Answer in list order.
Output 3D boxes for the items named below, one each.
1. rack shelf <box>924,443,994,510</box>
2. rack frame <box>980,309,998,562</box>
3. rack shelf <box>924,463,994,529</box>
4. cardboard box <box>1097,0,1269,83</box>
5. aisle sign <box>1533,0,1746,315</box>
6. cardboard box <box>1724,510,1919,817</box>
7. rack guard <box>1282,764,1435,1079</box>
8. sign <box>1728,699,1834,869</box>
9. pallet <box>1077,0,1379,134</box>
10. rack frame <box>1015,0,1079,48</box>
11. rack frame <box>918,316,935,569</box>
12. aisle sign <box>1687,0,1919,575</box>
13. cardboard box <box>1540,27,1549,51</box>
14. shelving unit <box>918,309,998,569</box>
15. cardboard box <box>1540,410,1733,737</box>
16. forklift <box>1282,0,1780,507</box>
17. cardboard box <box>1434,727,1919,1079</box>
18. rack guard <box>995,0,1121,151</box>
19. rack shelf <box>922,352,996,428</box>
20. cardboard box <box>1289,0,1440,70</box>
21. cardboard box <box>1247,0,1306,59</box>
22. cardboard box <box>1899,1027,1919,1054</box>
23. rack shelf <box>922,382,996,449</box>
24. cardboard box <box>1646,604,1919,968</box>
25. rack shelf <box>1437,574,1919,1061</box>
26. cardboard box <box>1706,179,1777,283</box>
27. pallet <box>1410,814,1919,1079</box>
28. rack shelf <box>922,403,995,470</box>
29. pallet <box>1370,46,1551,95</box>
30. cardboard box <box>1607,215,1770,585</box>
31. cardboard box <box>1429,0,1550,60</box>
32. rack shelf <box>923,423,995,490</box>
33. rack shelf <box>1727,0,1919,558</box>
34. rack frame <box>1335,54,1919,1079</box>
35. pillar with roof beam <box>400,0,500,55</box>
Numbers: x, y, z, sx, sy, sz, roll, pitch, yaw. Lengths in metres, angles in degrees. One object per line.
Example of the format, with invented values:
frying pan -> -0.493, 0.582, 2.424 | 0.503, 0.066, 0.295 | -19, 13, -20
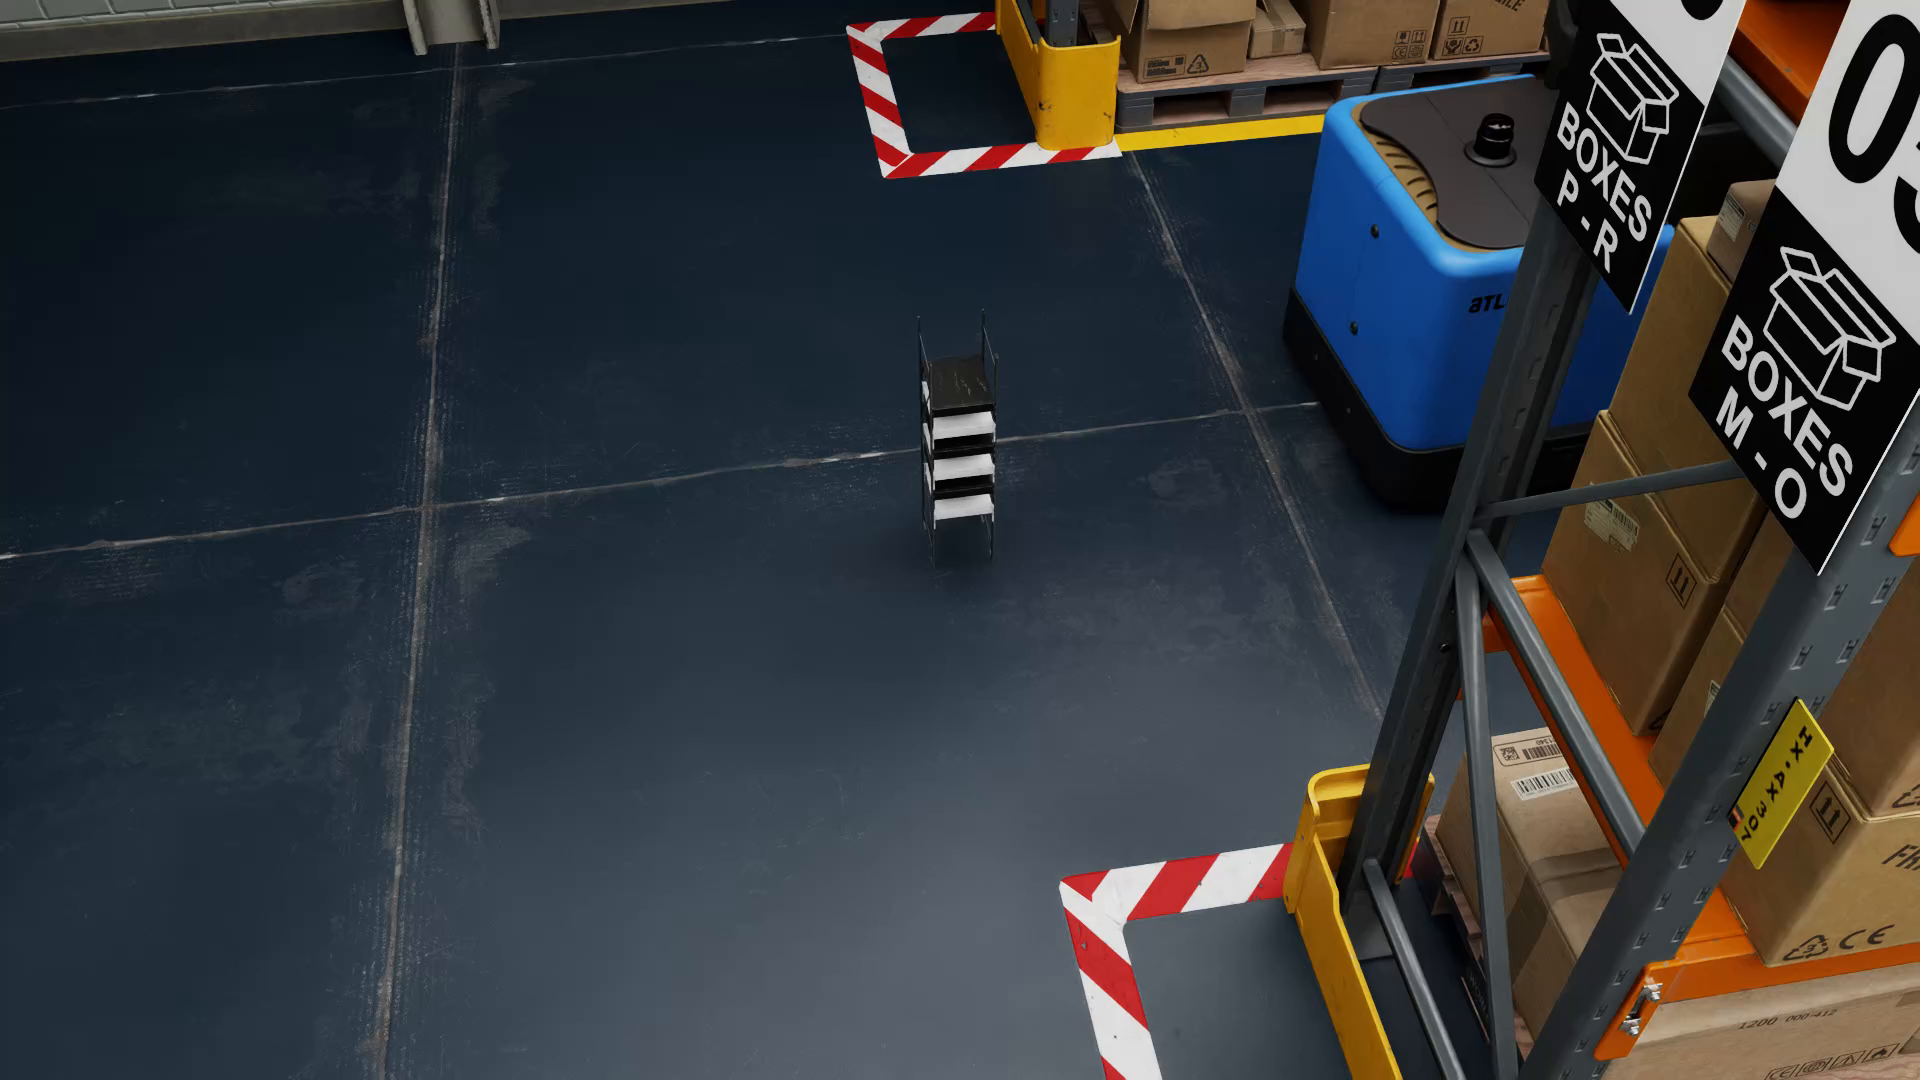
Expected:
rack shelf -> -0.008, -0.226, 5.514 | 0.200, 0.077, 0.258 | -7, 46, -7
rack frame -> 0.092, -0.324, 5.437 | 0.006, 0.900, 0.240 | -7, 46, -7
rack shelf -> -0.008, -0.163, 5.579 | 0.200, 0.077, 0.258 | -7, 46, -7
cardboard box -> 0.975, -2.485, 7.503 | 0.637, 0.503, 0.797 | -9, 47, -8
aisle sign -> 1.083, -0.789, 2.622 | 0.004, 0.787, 0.394 | -7, 46, -7
cardboard box -> 1.728, 0.086, 2.820 | 0.500, 0.500, 0.500 | -8, 47, -8
rack guard -> 1.183, 1.195, 4.252 | 0.348, 0.500, 1.175 | -7, 46, -7
sign -> 1.295, 0.391, 2.634 | 0.005, 0.325, 0.100 | -7, 46, -7
pallet -> 1.217, -2.337, 7.856 | 1.213, 0.211, 1.003 | -7, 46, -7
rack frame -> 0.357, -3.197, 6.747 | 0.127, 3.000, 1.000 | -7, 46, -7
rack frame -> -0.108, -0.299, 5.413 | 0.006, 0.900, 0.240 | -7, 46, -7
aisle sign -> 1.185, -0.363, 2.211 | 0.004, 0.787, 0.394 | -7, 46, -7
cardboard box -> 2.847, -2.688, 7.701 | 0.500, 0.500, 0.700 | -9, 47, -8
shelving unit -> -0.008, -0.311, 5.425 | 0.210, 0.900, 0.258 | -7, 46, -7
cardboard box -> 1.637, 0.043, 3.556 | 0.500, 0.500, 0.500 | -7, 46, -7
forklift -> 2.815, -1.703, 5.356 | 3.031, 2.935, 1.130 | -10, 47, -10
cardboard box -> 1.840, 0.916, 4.272 | 0.875, 0.438, 0.875 | -9, 47, -8
rack guard -> 0.431, -2.339, 7.657 | 0.348, 0.500, 1.175 | -7, 46, -7
rack shelf -> -0.008, -0.475, 5.255 | 0.200, 0.077, 0.258 | -7, 46, -7
cardboard box -> 1.824, -2.561, 7.579 | 0.500, 0.500, 0.700 | -5, 46, -5
cardboard box -> 1.401, -2.386, 7.654 | 0.250, 0.149, 0.380 | -9, 47, -8
cardboard box -> 2.740, 0.797, 4.386 | 0.875, 0.438, 0.875 | -6, 46, -6
rack shelf -> -0.008, -0.413, 5.319 | 0.200, 0.077, 0.258 | -7, 46, -7
cardboard box -> 1.729, 0.435, 3.179 | 0.500, 0.500, 0.500 | -7, 47, -7
rack shelf -> 3.177, 0.329, 3.850 | 4.000, 0.370, 1.077 | -7, 46, -7
cardboard box -> 1.526, -0.468, 2.904 | 0.250, 0.149, 0.380 | -7, 46, -6
pallet -> 1.981, 1.138, 4.507 | 1.213, 0.211, 1.003 | -7, 46, -7
rack shelf -> -0.008, -0.351, 5.384 | 0.200, 0.077, 0.258 | -7, 46, -7
pallet -> 2.416, -2.485, 7.998 | 1.213, 0.211, 1.003 | -7, 46, -7
cardboard box -> 1.641, -0.285, 3.178 | 0.500, 0.500, 0.500 | -6, 46, -5
cardboard box -> 2.362, -2.555, 7.573 | 0.500, 0.500, 0.500 | -6, 46, -6
rack shelf -> -0.008, -0.288, 5.449 | 0.200, 0.077, 0.258 | -7, 46, -7
rack shelf -> 3.177, -0.712, 2.770 | 4.000, 0.370, 1.077 | -7, 46, -7
rack frame -> 1.207, 0.324, 3.354 | 0.127, 3.000, 1.000 | -7, 46, -7
pillar with roof beam -> -1.720, -2.532, 1.941 | 0.400, 9.000, 9.100 | -7, 46, -7
